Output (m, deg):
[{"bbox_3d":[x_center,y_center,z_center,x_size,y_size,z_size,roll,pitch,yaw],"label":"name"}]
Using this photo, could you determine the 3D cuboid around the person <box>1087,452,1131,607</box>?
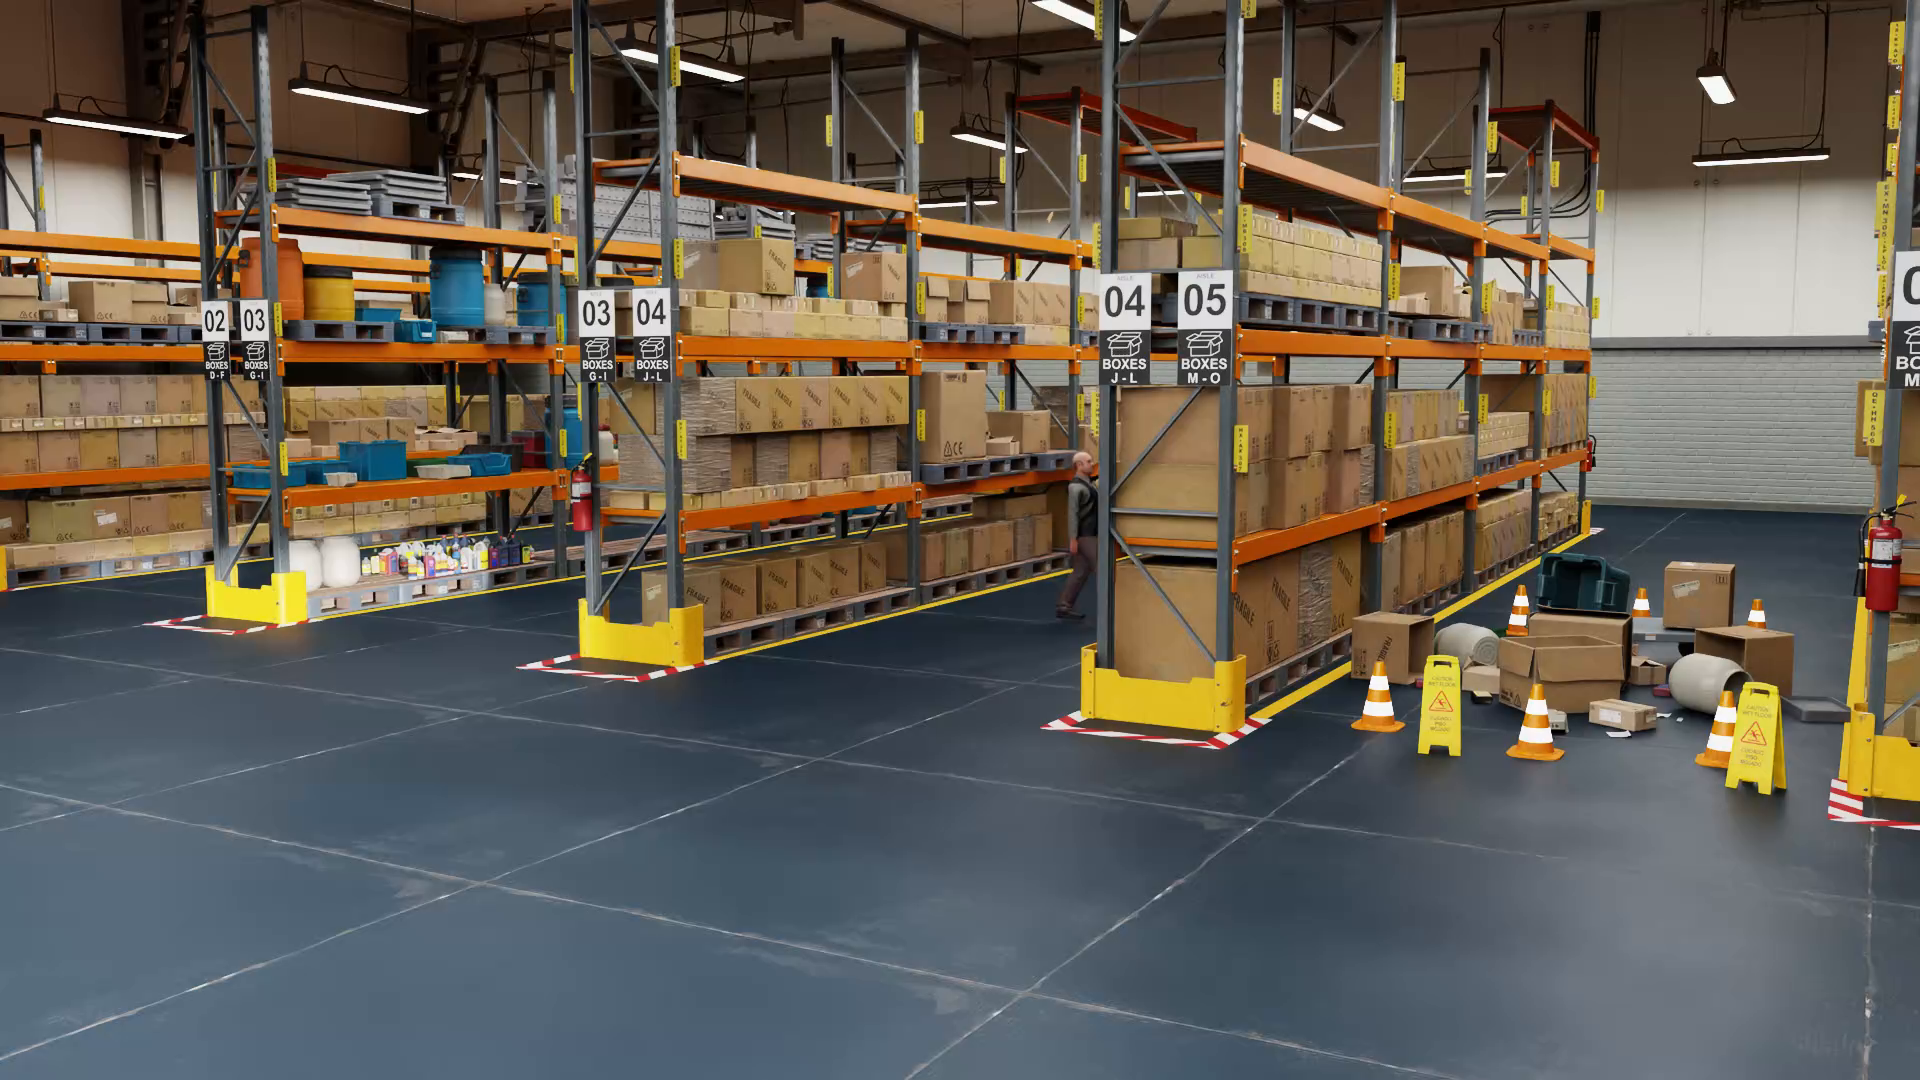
[{"bbox_3d":[1.539,-0.034,16.418,0.554,1.713,0.559,3,6,23],"label":"person"}]
